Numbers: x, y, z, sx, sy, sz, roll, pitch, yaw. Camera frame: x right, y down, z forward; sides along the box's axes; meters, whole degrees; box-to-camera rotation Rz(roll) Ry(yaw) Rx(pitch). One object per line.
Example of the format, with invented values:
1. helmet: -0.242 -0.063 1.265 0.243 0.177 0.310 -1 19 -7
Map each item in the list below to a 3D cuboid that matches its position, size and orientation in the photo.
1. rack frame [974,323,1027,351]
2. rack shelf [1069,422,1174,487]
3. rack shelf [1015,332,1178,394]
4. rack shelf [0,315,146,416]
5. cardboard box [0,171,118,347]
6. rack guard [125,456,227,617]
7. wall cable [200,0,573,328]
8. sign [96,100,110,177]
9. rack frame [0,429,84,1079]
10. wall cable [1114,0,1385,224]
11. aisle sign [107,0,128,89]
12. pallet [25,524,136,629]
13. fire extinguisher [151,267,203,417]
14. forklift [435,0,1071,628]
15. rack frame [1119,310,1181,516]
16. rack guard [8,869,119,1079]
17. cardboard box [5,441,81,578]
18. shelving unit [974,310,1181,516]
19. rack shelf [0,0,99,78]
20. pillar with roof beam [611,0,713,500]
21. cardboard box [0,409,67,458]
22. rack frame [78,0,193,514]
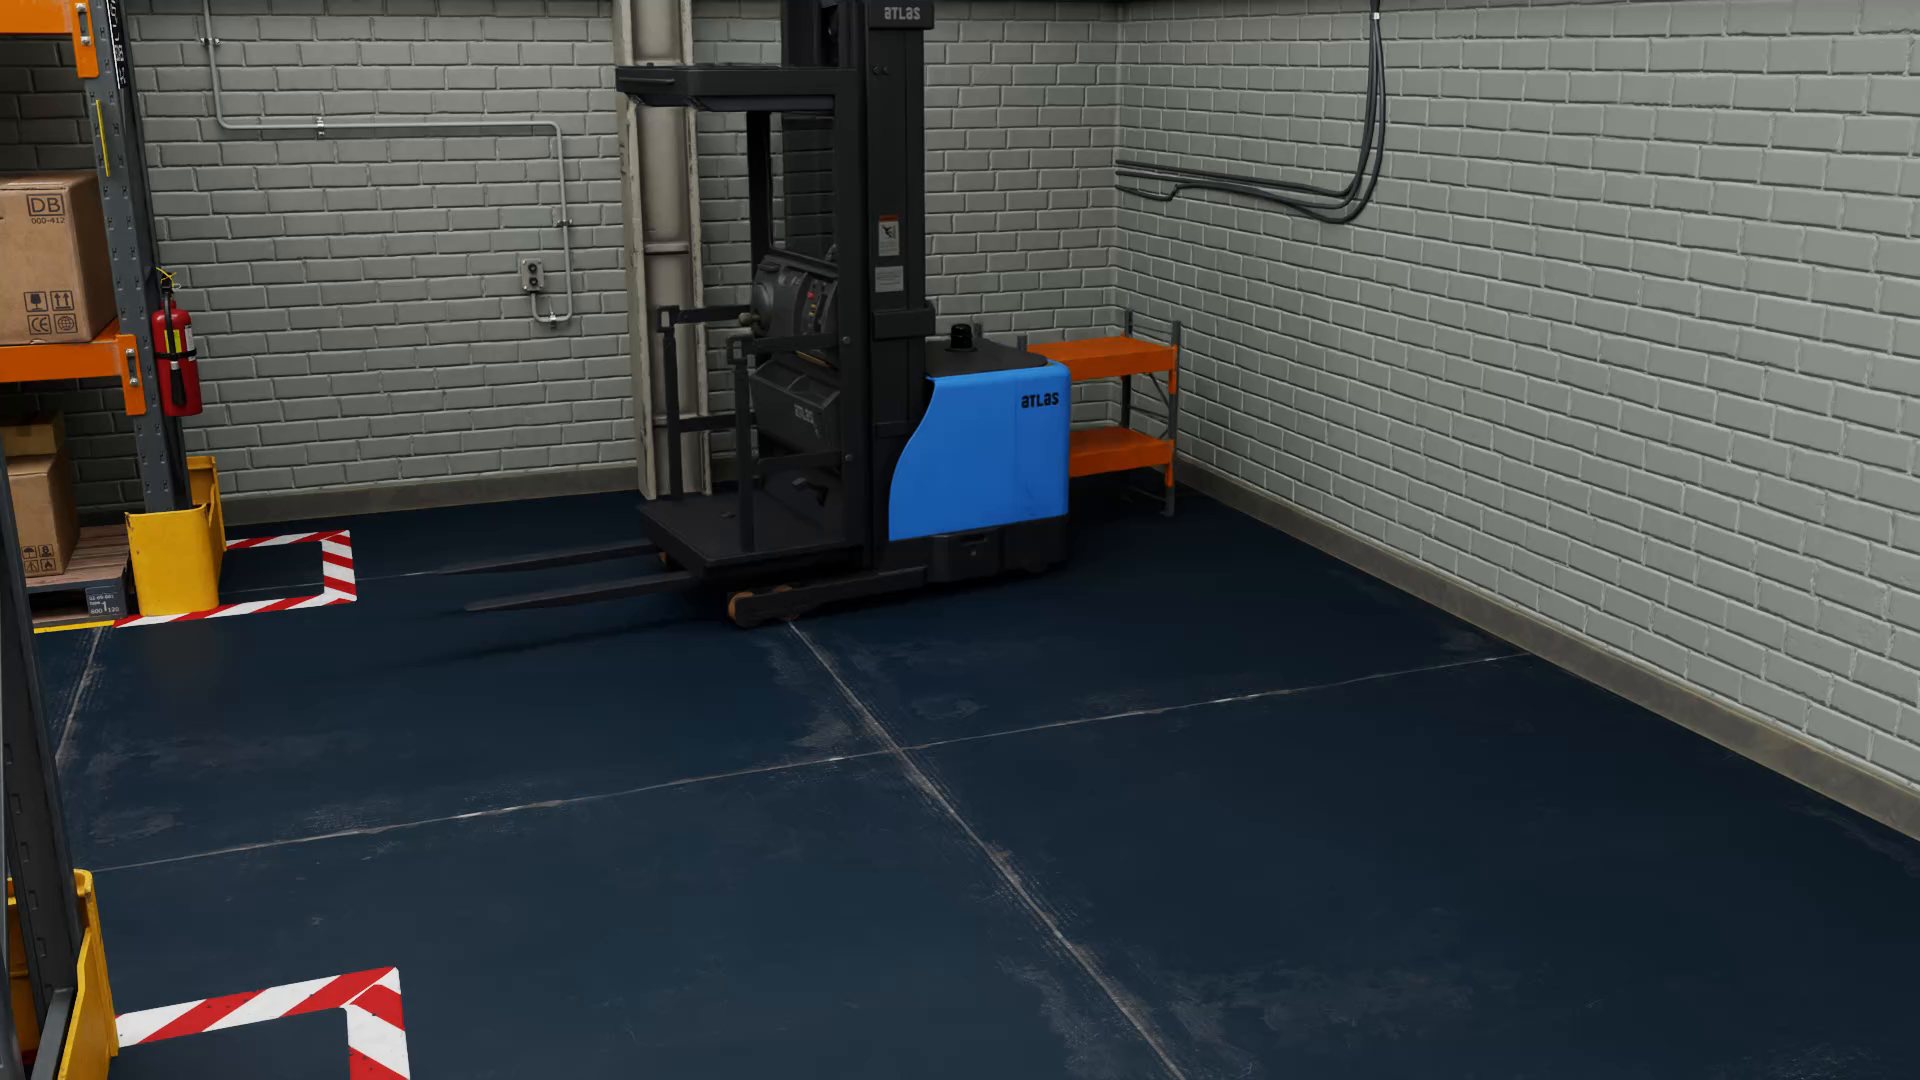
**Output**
1. rack frame: 0.214 -0.594 9.124 0.032 1.125 0.500 -9 19 -29
2. rack shelf: 0.654 -0.431 9.438 1.000 0.278 0.538 -9 19 -29
3. rack shelf: 0.654 -0.947 9.287 1.000 0.278 0.538 -9 19 -29
4. rack shelf: -5.811 -0.692 7.407 4.000 0.370 1.077 -6 17 -20
5. cardboard box: -4.417 -1.328 7.766 0.700 0.700 0.980 -5 17 -18
6. rack guard: -3.921 -0.042 8.352 0.348 0.500 1.175 -6 17 -20
7. wall cable: -3.087 -2.104 9.136 1.851 1.984 0.084 -6 17 -20
8. sign: -3.763 -1.764 7.305 0.005 0.325 0.100 -6 17 -20
9. rack frame: -2.168 0.064 3.555 0.127 3.000 1.000 -6 17 -20
10. wall cable: 1.465 -3.103 9.206 0.112 2.526 3.097 -6 17 -20
11. aisle sign: -3.769 -2.414 7.382 0.004 0.787 0.394 -6 17 -20
12. pallet: -4.662 0.201 8.040 1.213 0.211 1.003 -6 17 -20
13. fire extinguisher: -3.638 -0.916 7.694 0.183 0.674 0.296 -6 17 -20
14. forklift: -0.977 -1.169 7.877 3.031 2.935 1.130 -9 18 -27
15. rack frame: 1.093 -0.738 9.614 0.032 1.125 0.500 -9 19 -29
16. rack guard: -2.239 1.271 3.881 0.348 0.500 1.175 -6 17 -20
17. cardboard box: -4.562 -0.144 7.955 0.500 0.500 0.700 -6 17 -20
18. shelving unit: 0.654 -0.666 9.369 1.048 1.125 0.538 -9 19 -29
19. rack shelf: -5.811 -2.131 6.984 4.000 0.370 1.077 -6 17 -20
20. pillar with roof beam: -0.192 -3.484 4.992 0.400 9.000 9.100 -6 17 -20
21. cardboard box: -4.517 -0.520 8.086 0.250 0.149 0.380 -6 17 -20
22. rack frame: -3.944 -1.239 7.992 0.127 3.000 1.000 -6 17 -20
